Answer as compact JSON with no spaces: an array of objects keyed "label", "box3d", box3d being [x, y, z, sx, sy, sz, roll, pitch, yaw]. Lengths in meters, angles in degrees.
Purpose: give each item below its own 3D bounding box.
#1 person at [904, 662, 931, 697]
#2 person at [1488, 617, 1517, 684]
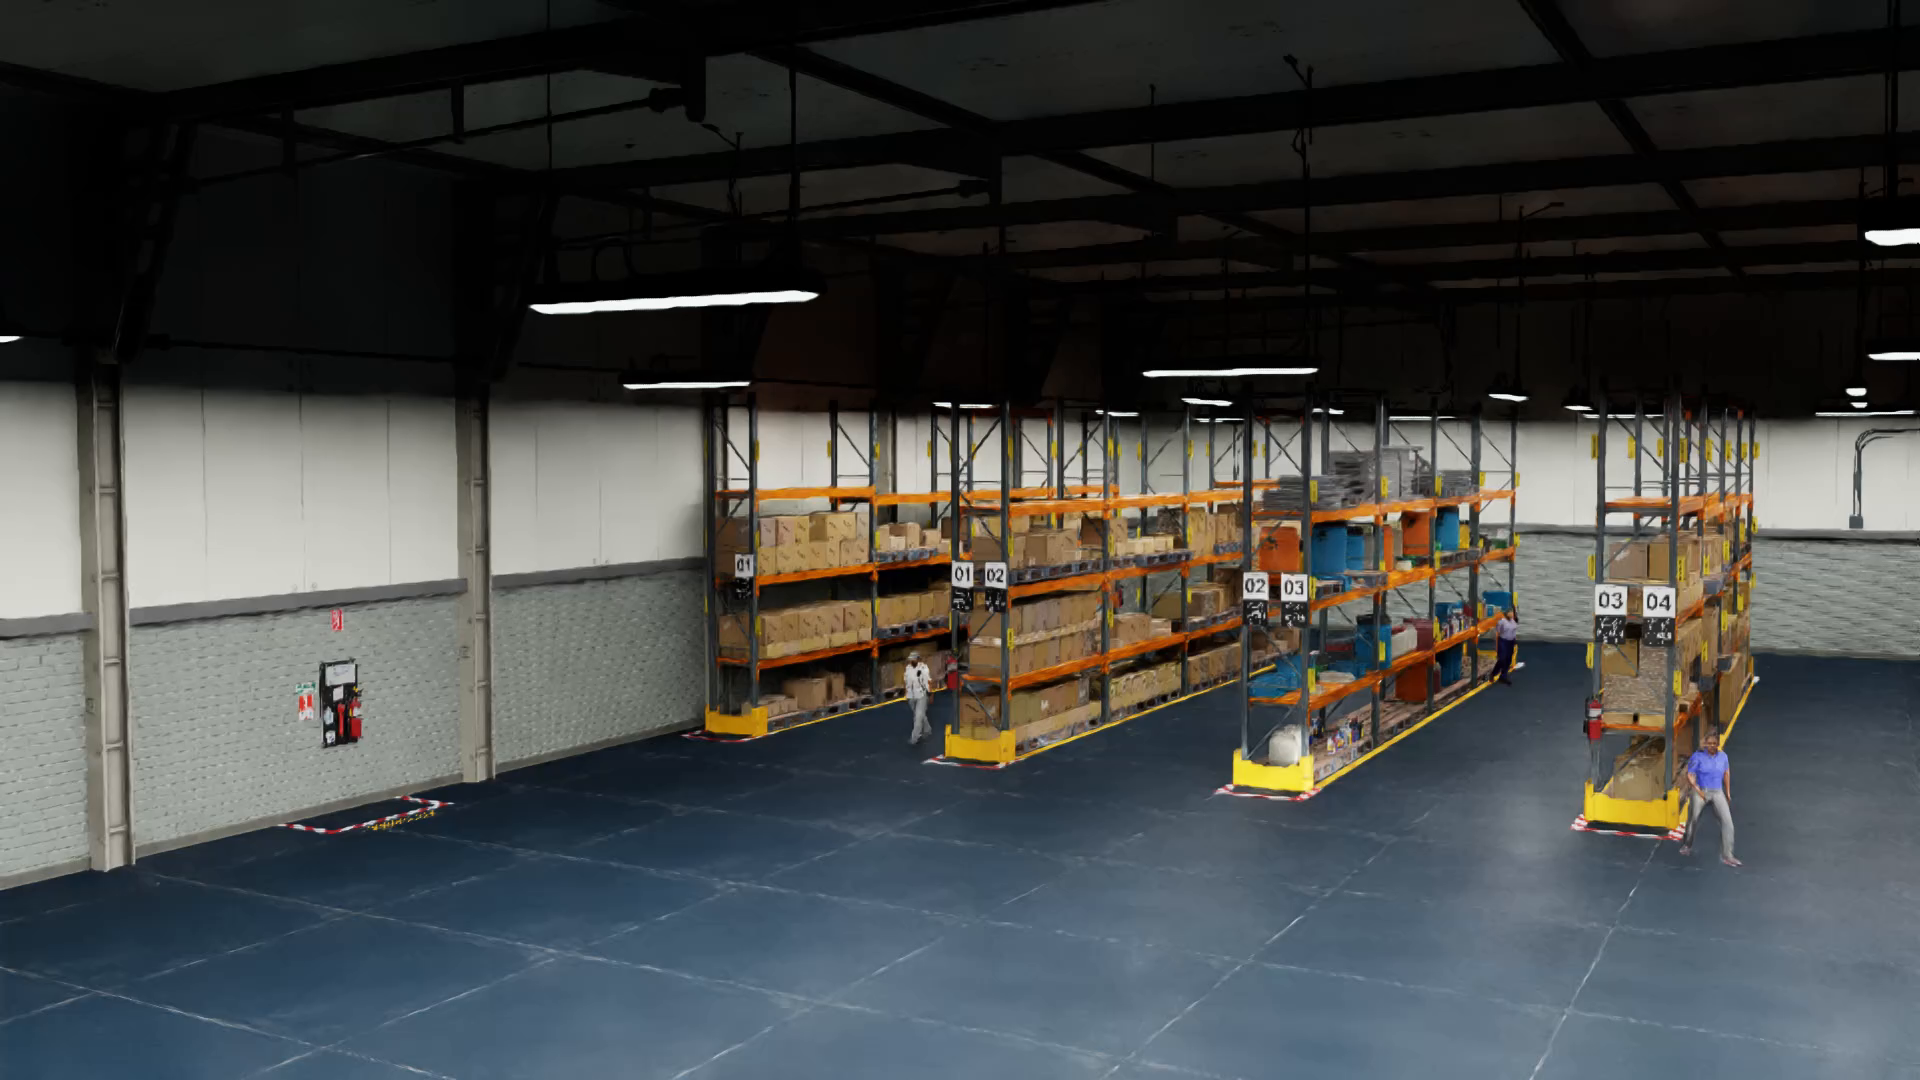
[{"label":"person","box3d":[-0.751,2.390,28.410,0.471,0.592,0.351,2,4,31]},{"label":"person","box3d":[11.647,2.348,35.637,0.576,1.455,0.455,-1,3,-21]}]
